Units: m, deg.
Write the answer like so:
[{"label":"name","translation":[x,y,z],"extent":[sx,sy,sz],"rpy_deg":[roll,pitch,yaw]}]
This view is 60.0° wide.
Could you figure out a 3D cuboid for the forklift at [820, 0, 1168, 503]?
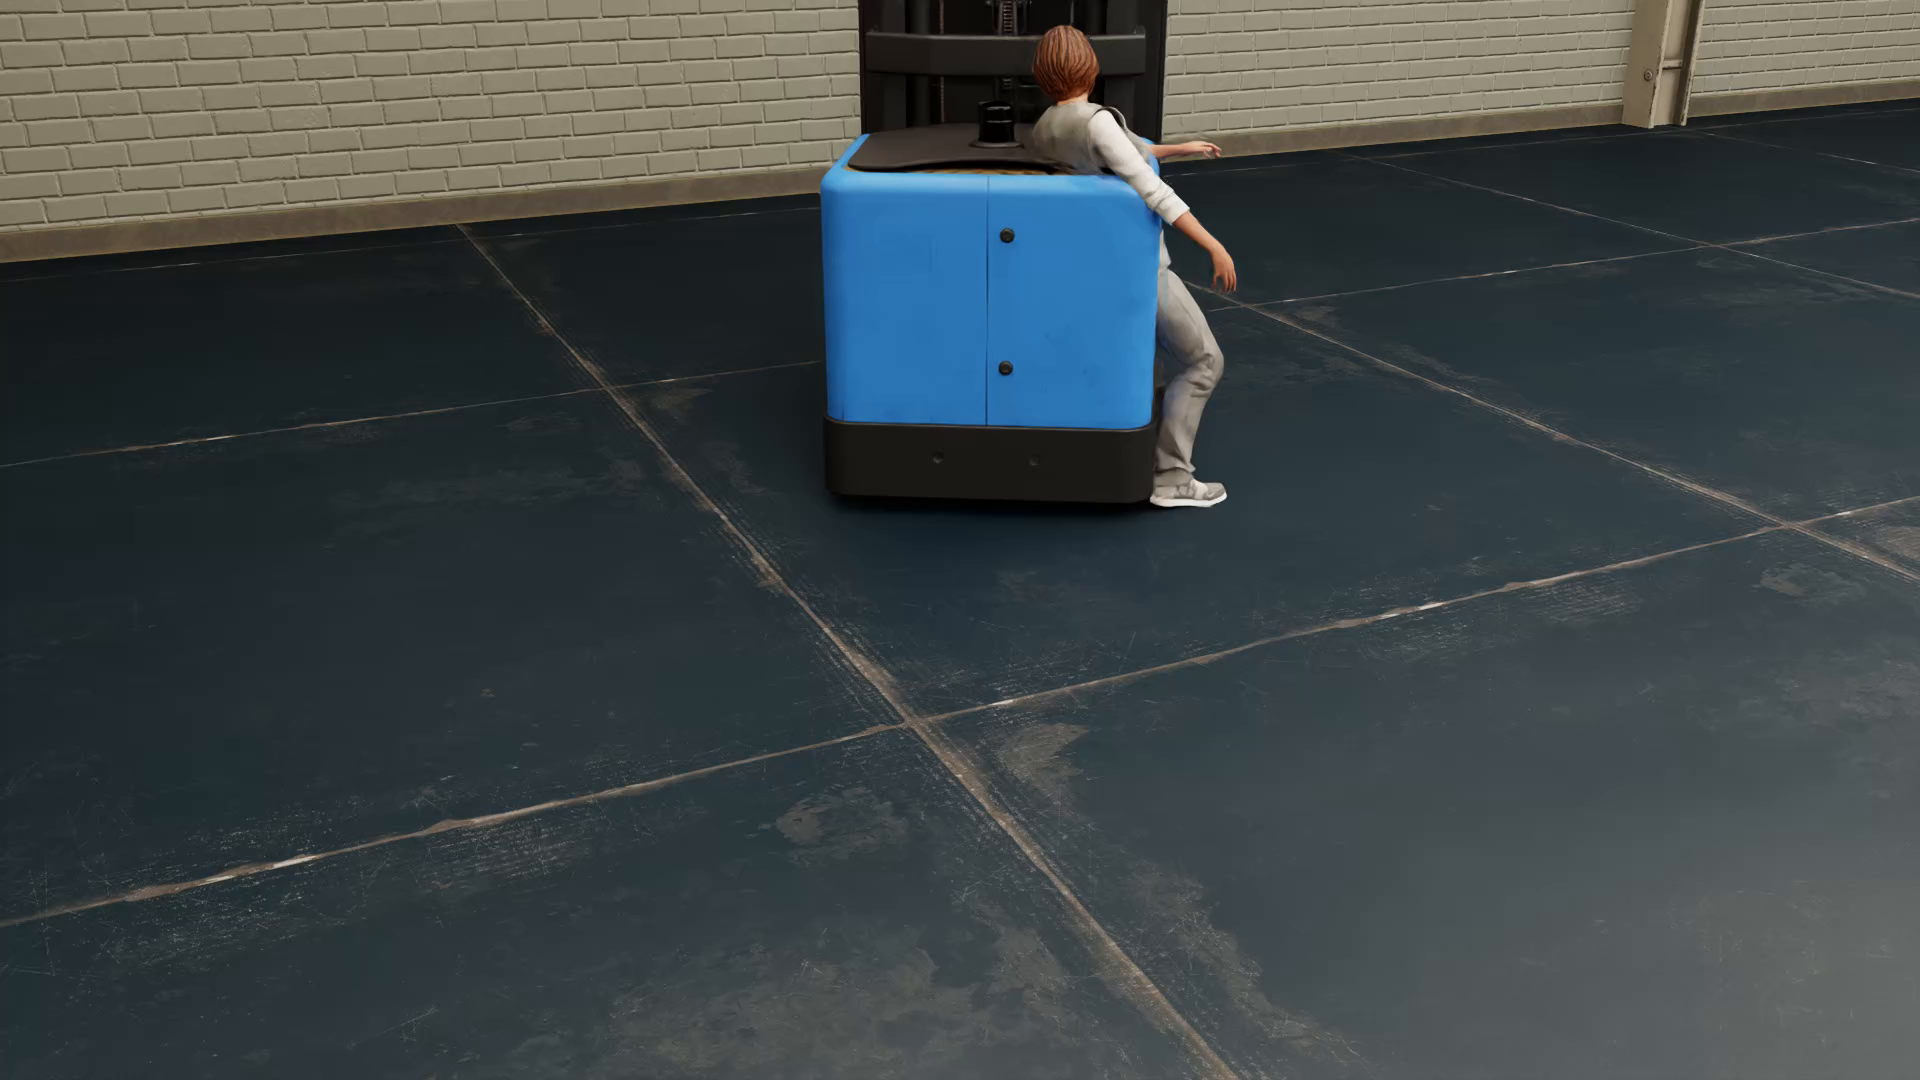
[{"label":"forklift","translation":[0.206,-1.993,6.083],"extent":[1.130,2.935,3.031],"rpy_deg":[2,23,4]}]

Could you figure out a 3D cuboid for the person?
[{"label":"person","translation":[0.554,-0.836,5.194],"extent":[0.795,1.488,0.767],"rpy_deg":[-20,30,-39]}]
